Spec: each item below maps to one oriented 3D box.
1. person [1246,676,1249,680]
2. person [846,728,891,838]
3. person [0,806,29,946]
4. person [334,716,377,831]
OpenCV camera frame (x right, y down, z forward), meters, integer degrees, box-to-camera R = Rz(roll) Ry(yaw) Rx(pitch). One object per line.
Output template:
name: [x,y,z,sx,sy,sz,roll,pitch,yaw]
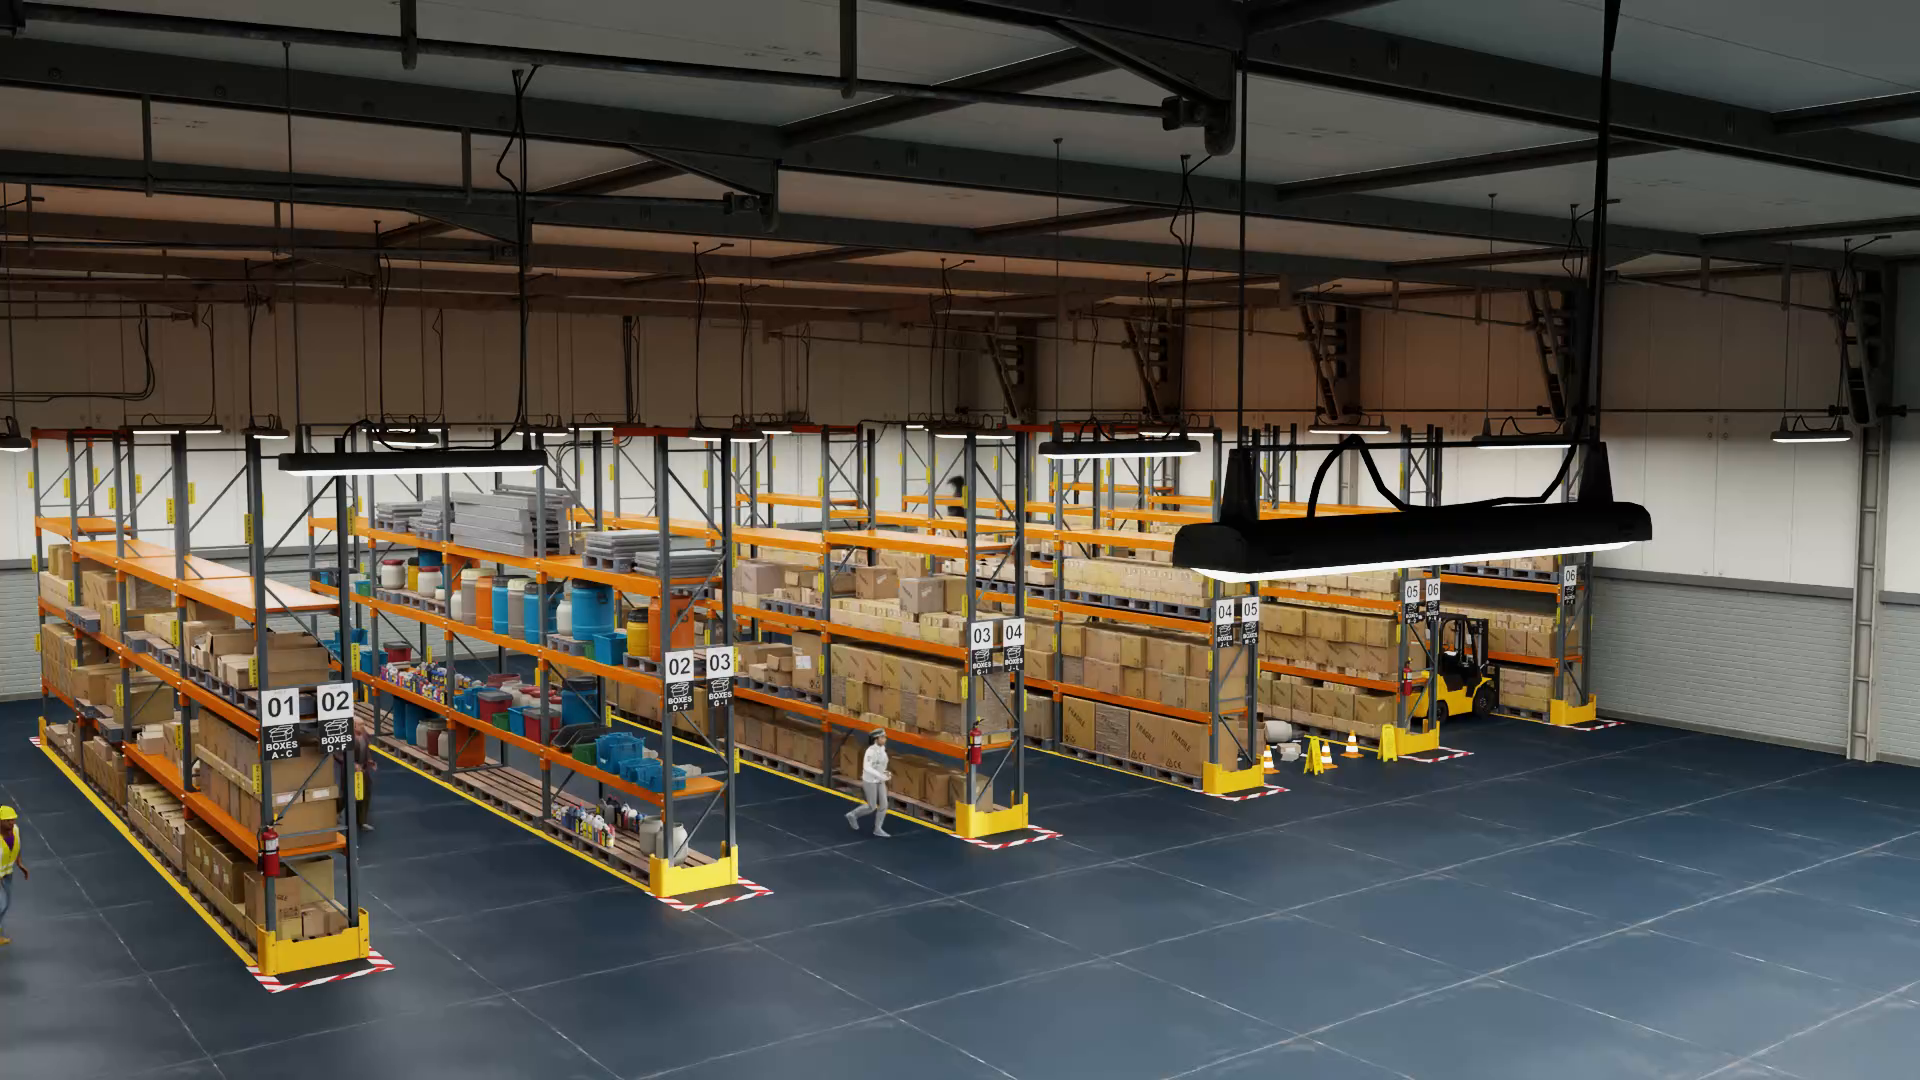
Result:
person: [6.206,2.573,37.142,0.621,1.666,0.870,-4,6,-40]
person: [-1.354,3.579,24.702,0.744,1.653,0.606,2,5,29]
person: [-11.412,3.953,19.622,0.824,1.695,0.665,1,5,10]
person: [-9.206,3.502,25.064,0.884,1.736,0.705,3,5,31]
